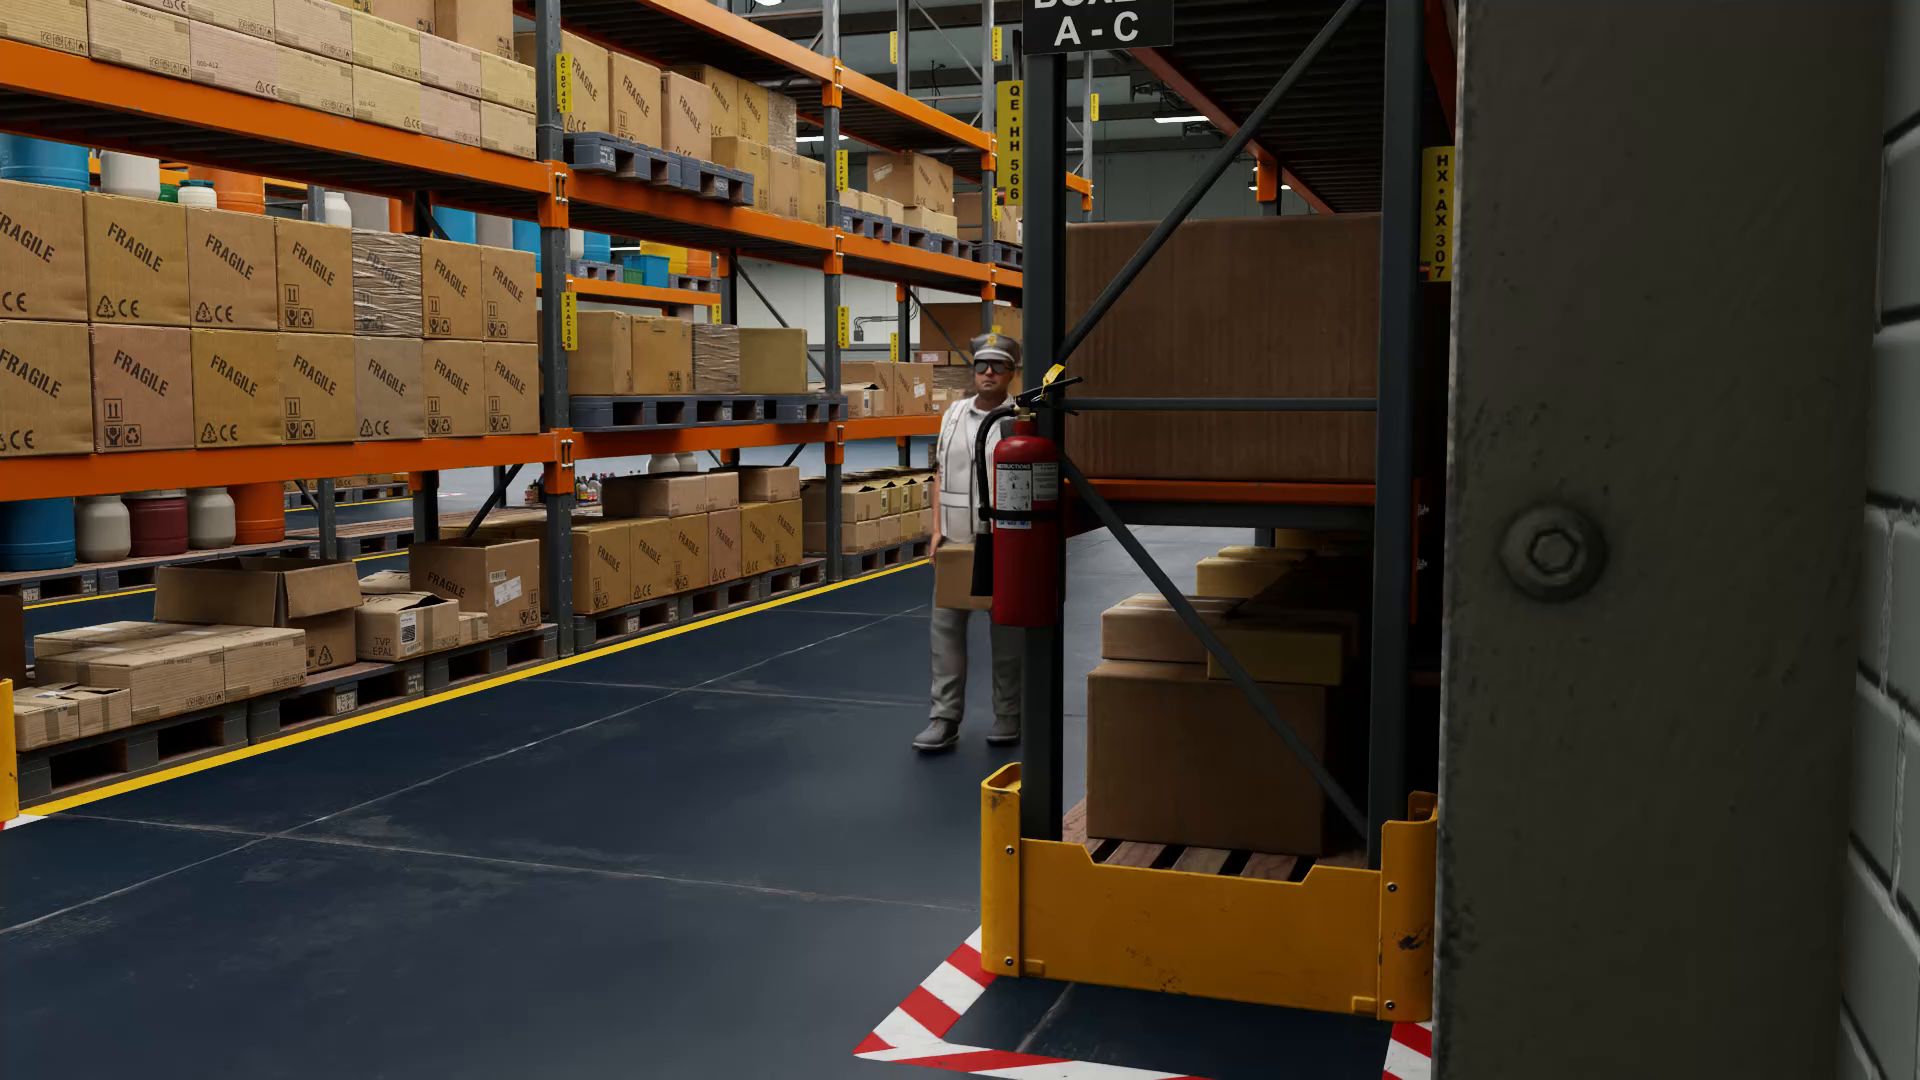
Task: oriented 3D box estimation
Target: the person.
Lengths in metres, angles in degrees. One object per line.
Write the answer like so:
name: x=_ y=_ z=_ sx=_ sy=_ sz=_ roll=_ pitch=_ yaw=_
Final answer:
person: x=0.106 y=0.000 z=7.153 sx=0.536 sy=1.777 sz=0.634 roll=2 pitch=5 yaw=18
